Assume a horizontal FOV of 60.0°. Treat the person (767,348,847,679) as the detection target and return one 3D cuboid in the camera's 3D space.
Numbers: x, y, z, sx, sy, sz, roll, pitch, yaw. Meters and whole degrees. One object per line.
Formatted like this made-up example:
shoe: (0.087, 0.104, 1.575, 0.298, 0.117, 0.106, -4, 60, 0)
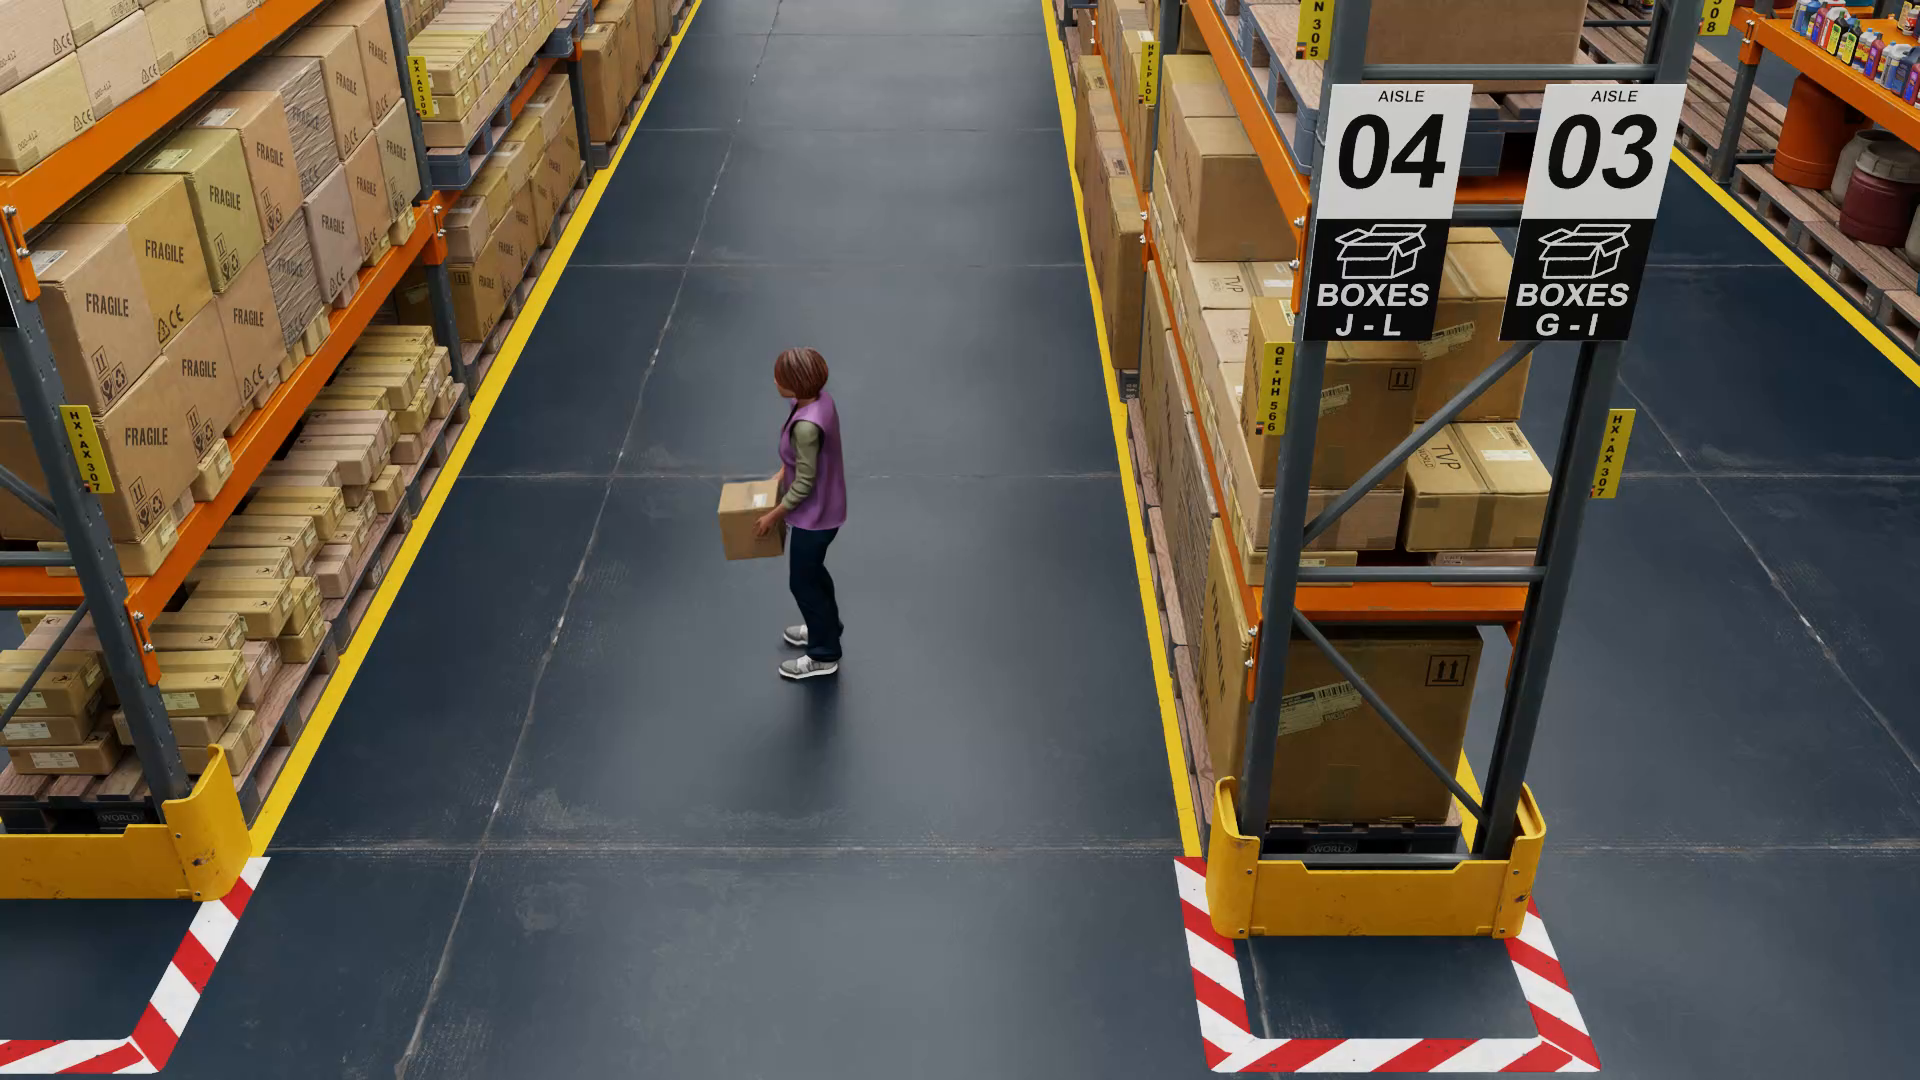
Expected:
person: (-0.671, -0.119, 7.330, 0.347, 1.600, 0.447, -1, 32, -1)
